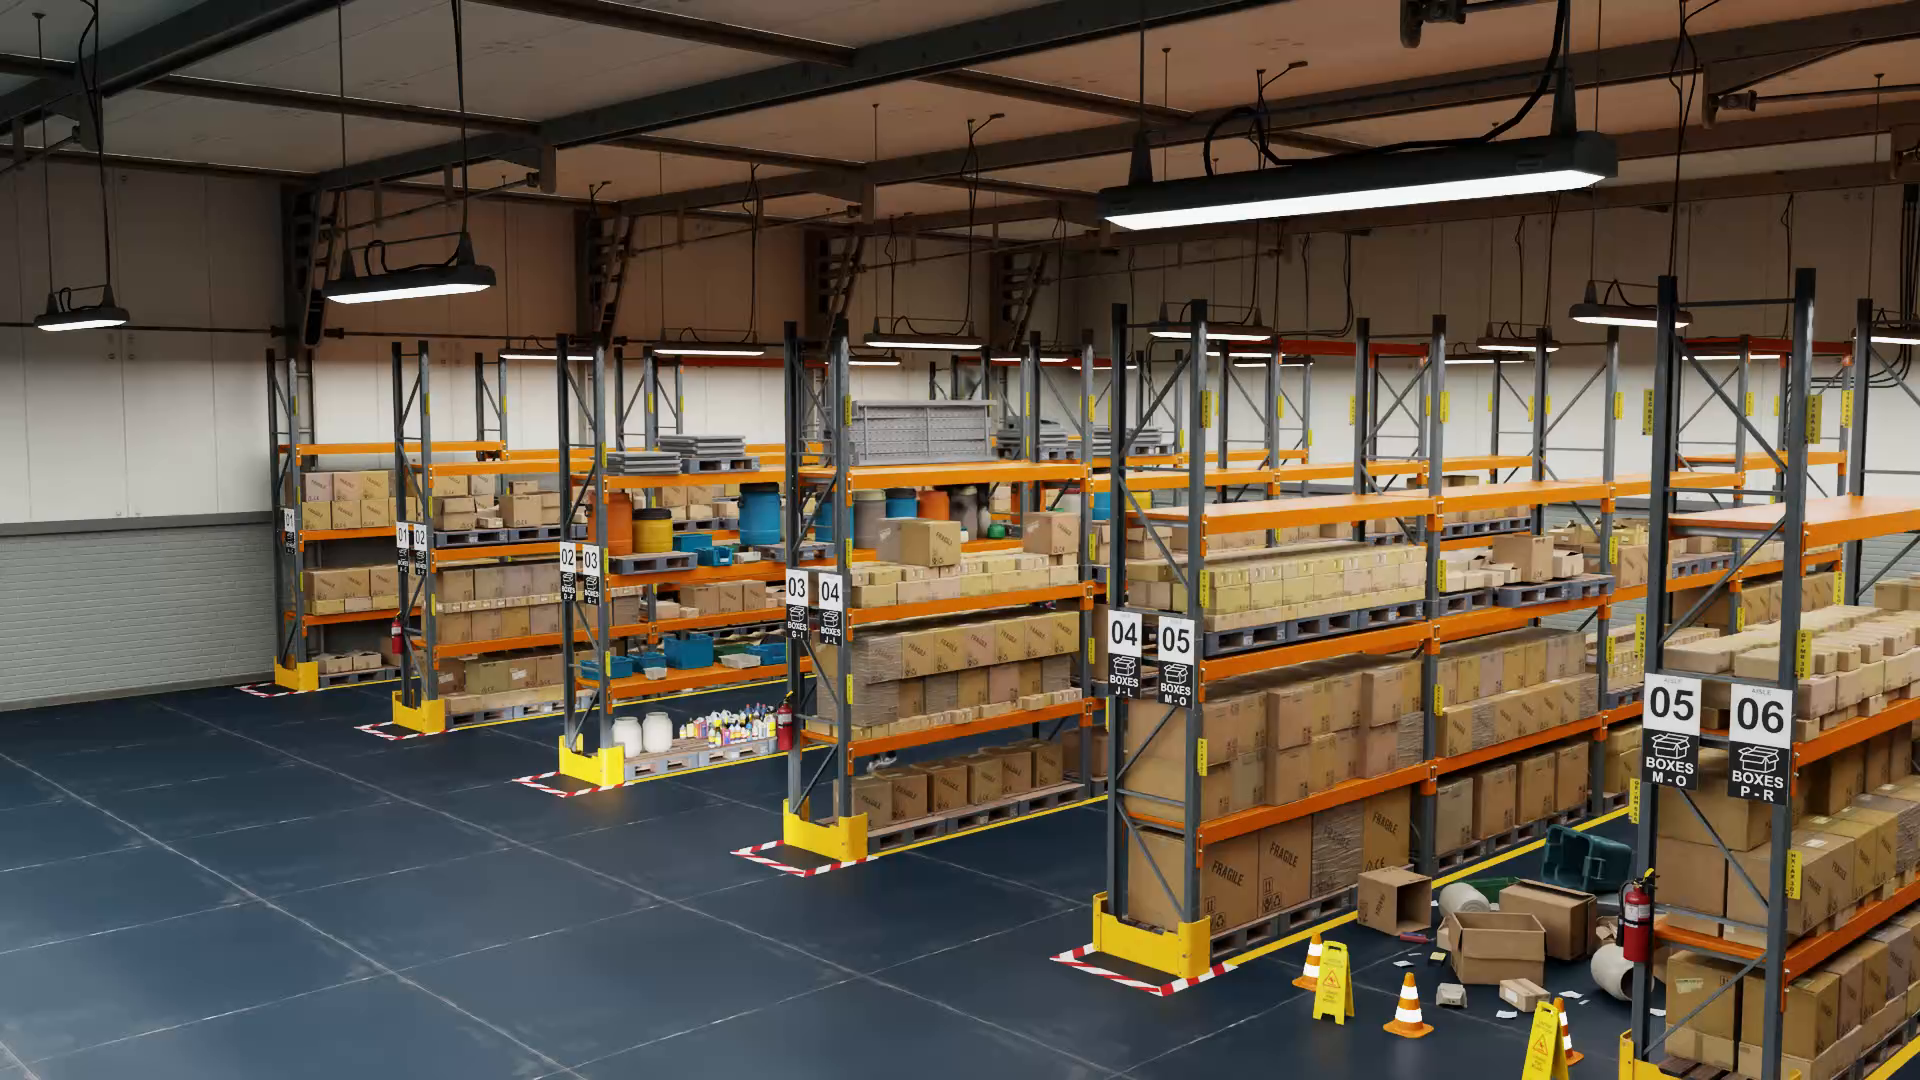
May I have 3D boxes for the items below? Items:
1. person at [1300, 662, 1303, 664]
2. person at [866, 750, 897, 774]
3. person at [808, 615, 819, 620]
[{"bbox_3d":[4.398,2.415,21.680,0.726,1.769,0.824,3,6,32],"label":"person"},{"bbox_3d":[-1.079,2.494,22.970,0.594,1.394,0.779,4,6,37],"label":"person"},{"bbox_3d":[-2.946,1.252,35.165,0.656,1.774,0.845,5,7,44],"label":"person"}]
